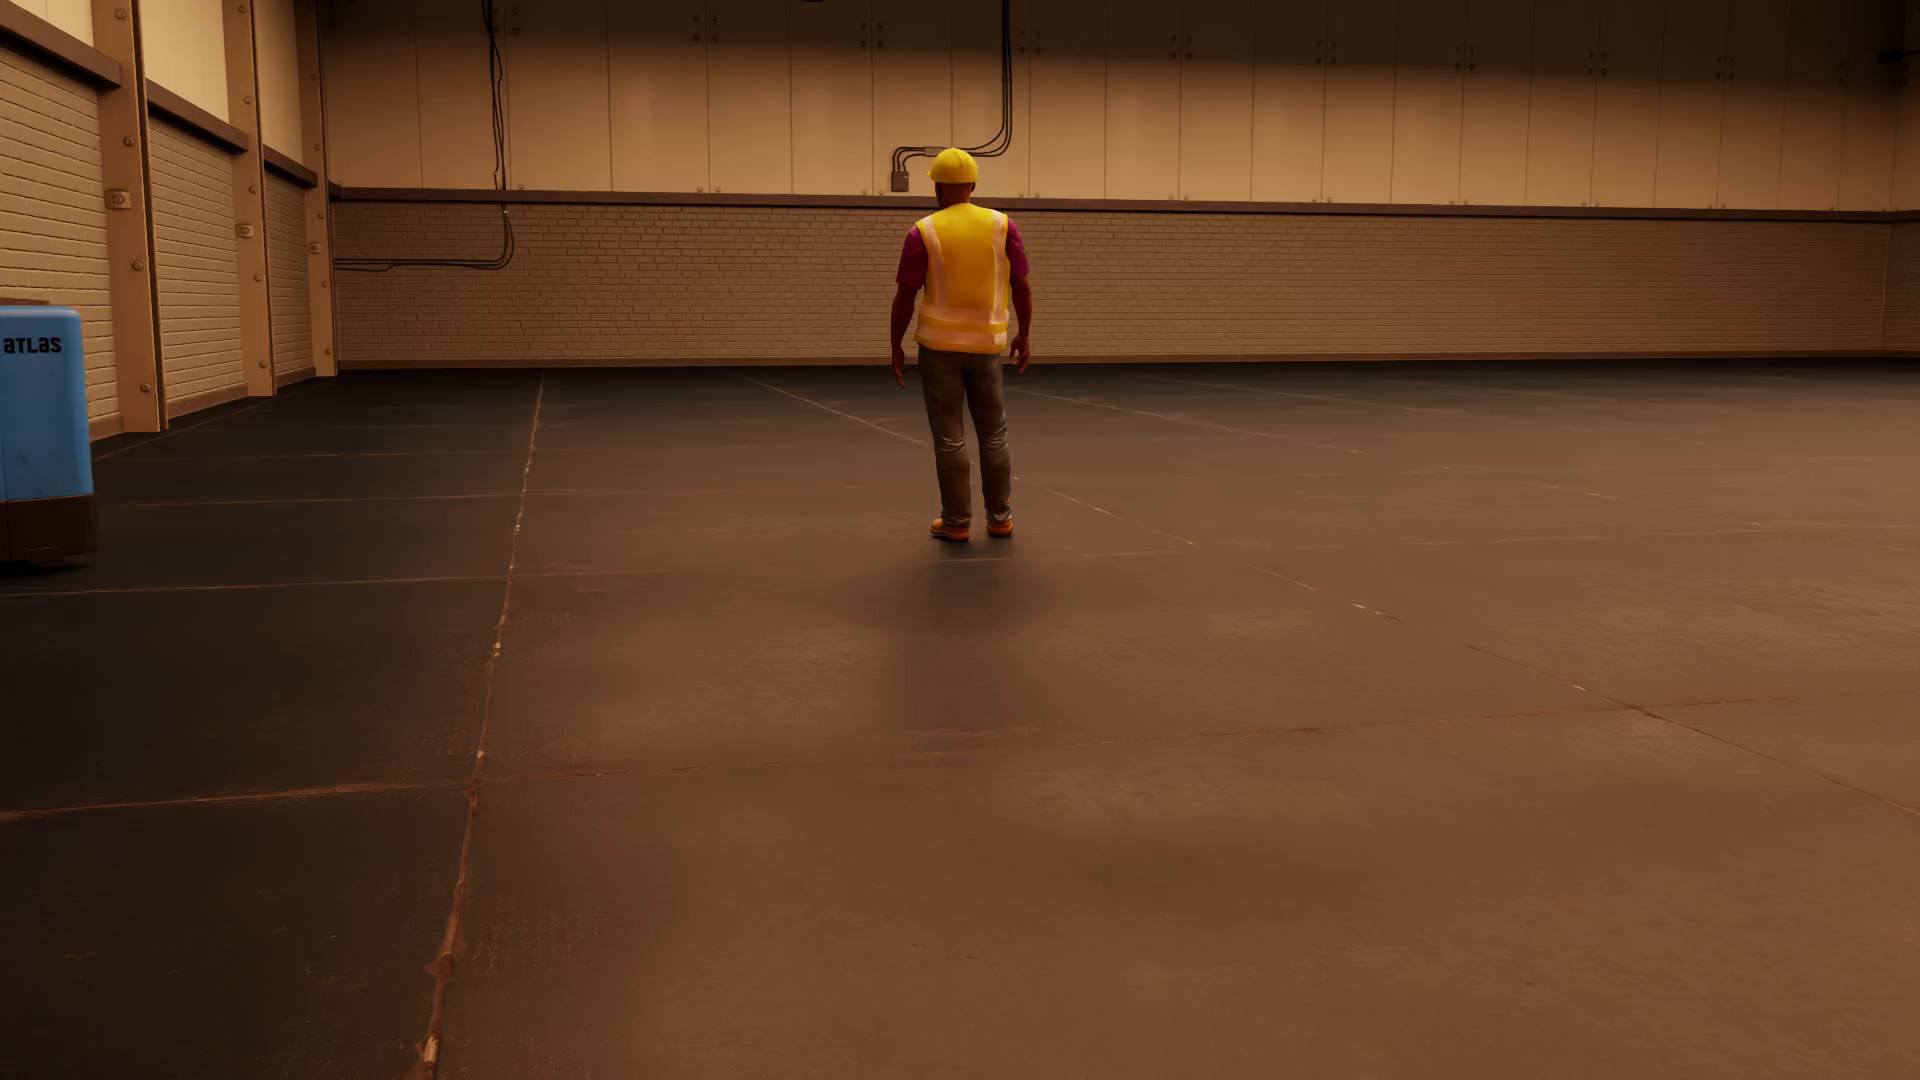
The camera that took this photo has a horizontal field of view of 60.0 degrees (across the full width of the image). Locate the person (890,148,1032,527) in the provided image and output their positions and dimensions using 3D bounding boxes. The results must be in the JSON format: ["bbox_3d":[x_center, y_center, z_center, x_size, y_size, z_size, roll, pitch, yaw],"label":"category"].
[{"bbox_3d":[0.009,-0.910,7.572,0.665,1.706,0.420,-2,8,-13],"label":"person"}]

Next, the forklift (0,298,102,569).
[{"bbox_3d":[-4.900,-1.225,5.884,1.130,2.935,3.031,7,11,41],"label":"forklift"}]
